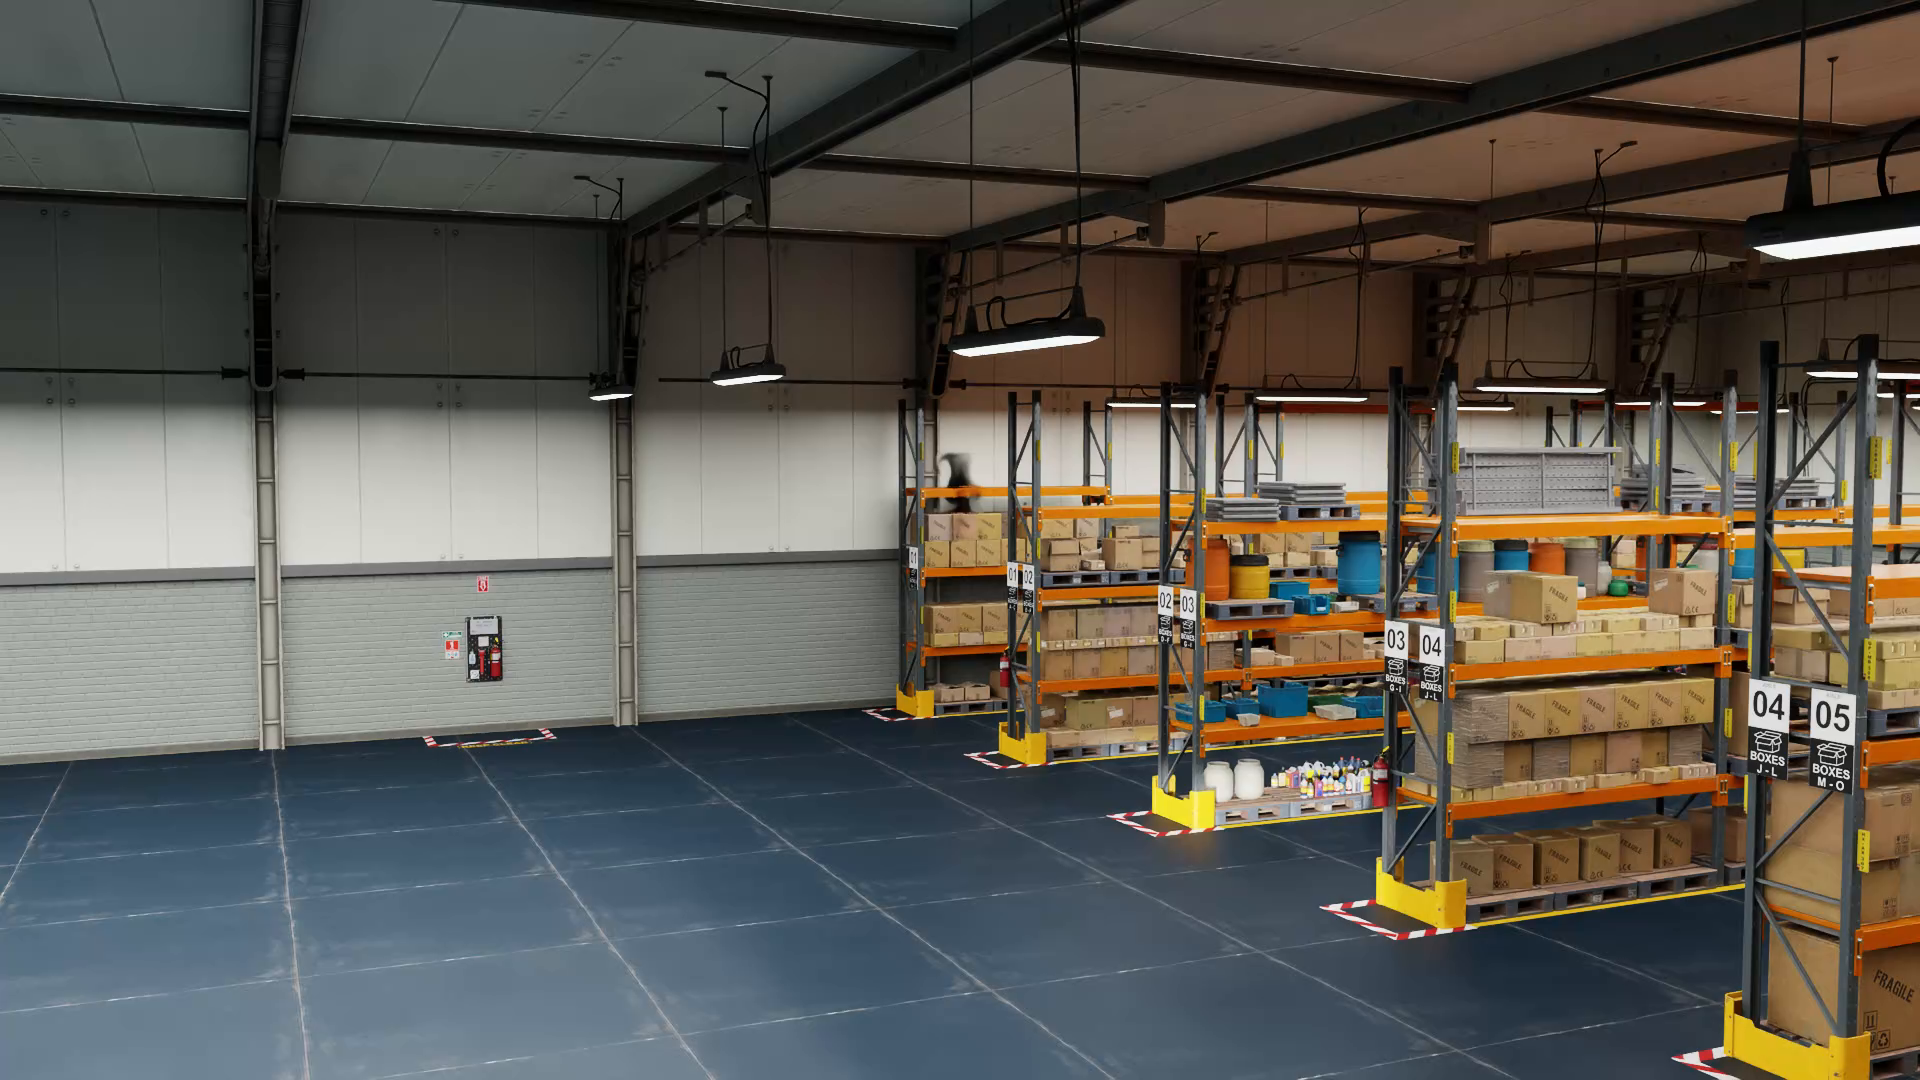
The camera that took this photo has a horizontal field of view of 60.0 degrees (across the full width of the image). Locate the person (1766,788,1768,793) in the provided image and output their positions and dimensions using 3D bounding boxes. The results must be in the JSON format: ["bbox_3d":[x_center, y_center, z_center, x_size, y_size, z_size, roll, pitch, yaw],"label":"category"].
[{"bbox_3d":[11.387,2.908,23.422,0.766,1.791,0.664,-2,4,-35],"label":"person"}]
